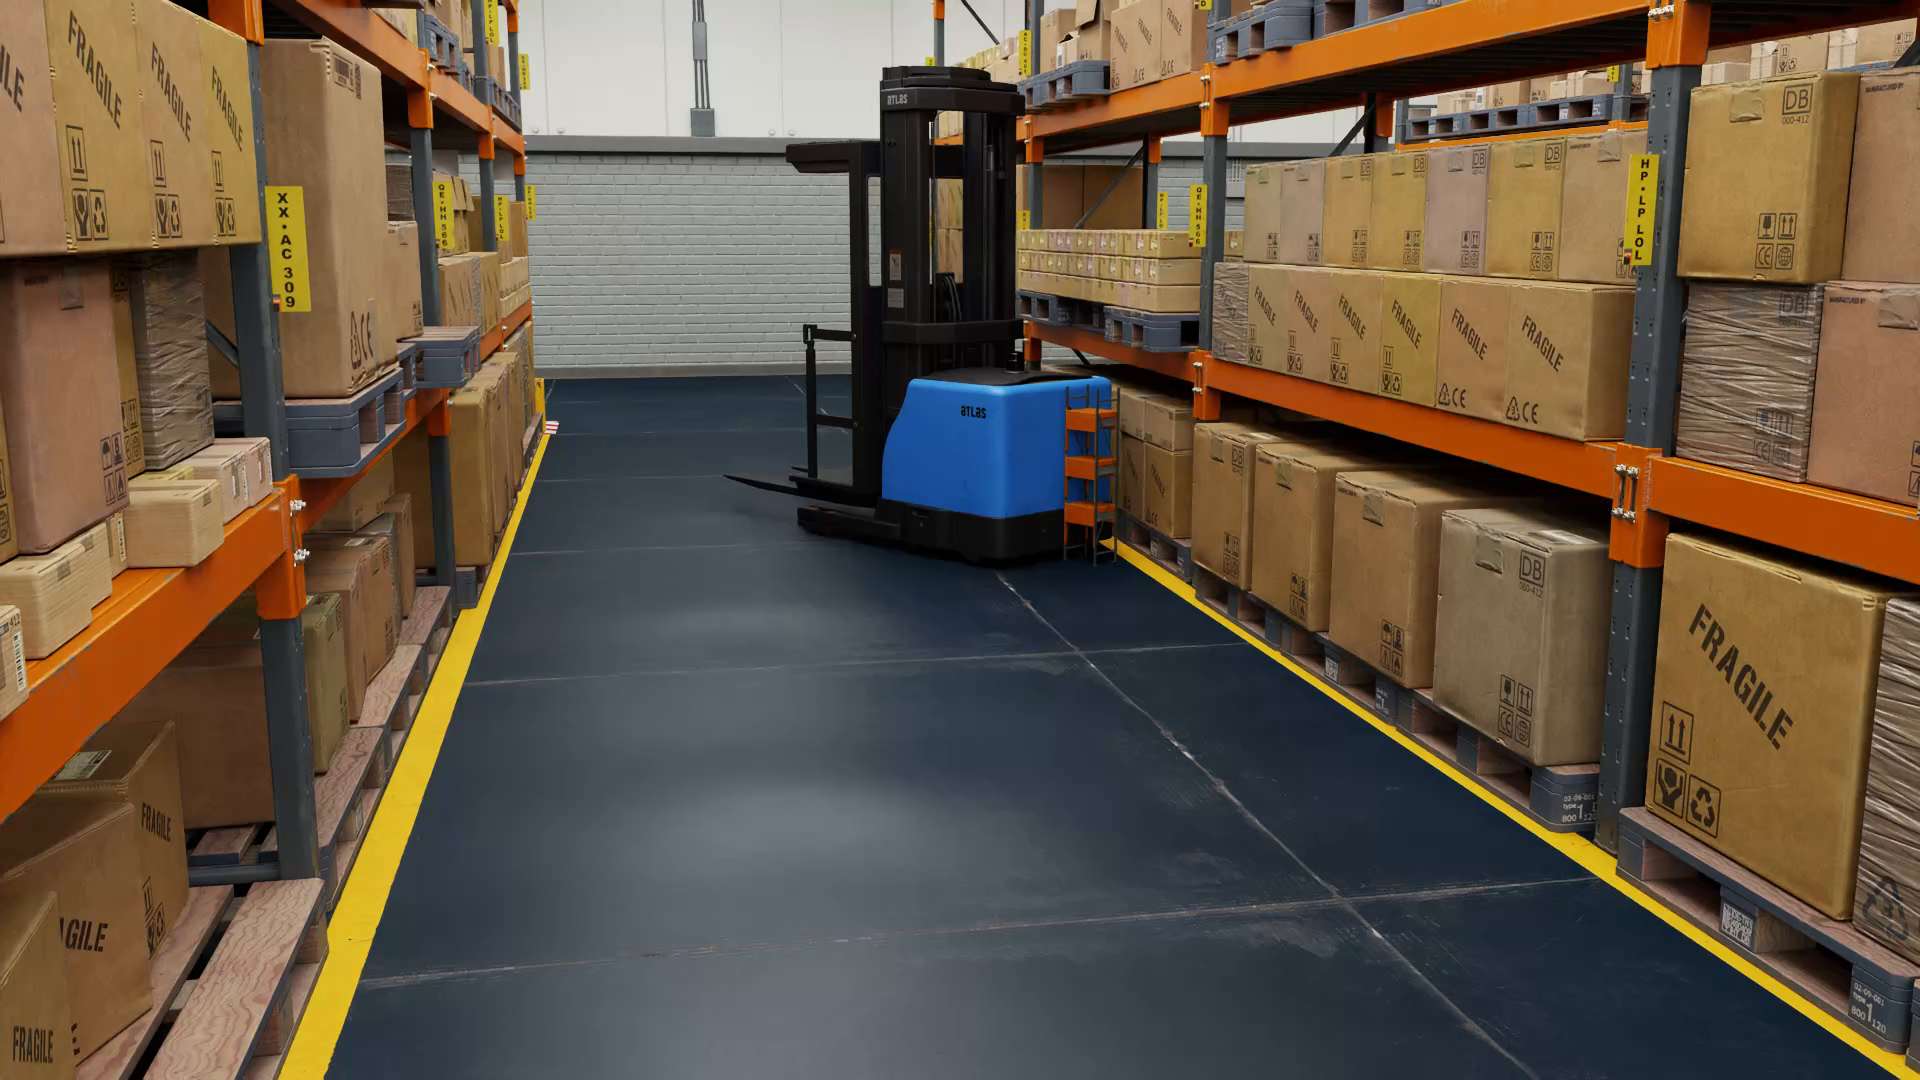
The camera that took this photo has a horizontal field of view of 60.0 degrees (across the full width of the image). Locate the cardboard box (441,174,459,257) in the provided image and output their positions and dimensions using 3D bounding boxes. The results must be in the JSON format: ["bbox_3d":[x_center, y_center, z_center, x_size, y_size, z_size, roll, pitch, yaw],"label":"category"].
[{"bbox_3d":[-3.473,-1.973,10.089,0.797,0.503,0.637,-2,11,-9],"label":"cardboard box"}]

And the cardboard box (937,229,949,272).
[{"bbox_3d":[0.060,-2.786,16.248,0.500,0.500,0.500,-2,11,-8],"label":"cardboard box"}]

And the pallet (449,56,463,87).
[{"bbox_3d":[-3.483,-2.756,9.636,1.003,0.211,1.213,-2,11,-8],"label":"pallet"}]

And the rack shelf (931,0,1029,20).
[{"bbox_3d":[0.633,-4.908,14.350,1.077,0.370,4.000,-2,11,-11],"label":"rack shelf"}]

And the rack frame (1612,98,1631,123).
[{"bbox_3d":[5.858,-2.148,13.959,1.000,3.000,0.127,-2,11,-11],"label":"rack frame"}]

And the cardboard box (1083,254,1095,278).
[{"bbox_3d":[1.004,-1.755,10.650,0.380,0.149,0.250,-2,11,-10],"label":"cardboard box"}]

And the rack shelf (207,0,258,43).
[{"bbox_3d":[-1.918,-1.074,2.216,1.077,0.370,4.000,-2,11,-11],"label":"rack shelf"}]

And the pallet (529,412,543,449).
[{"bbox_3d":[-4.409,-1.007,15.425,1.003,0.211,1.213,-2,11,-11],"label":"pallet"}]

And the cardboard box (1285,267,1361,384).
[{"bbox_3d":[1.821,-0.987,7.593,0.500,0.500,0.500,-2,11,-11],"label":"cardboard box"}]

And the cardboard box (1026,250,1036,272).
[{"bbox_3d":[0.699,-2.042,12.156,0.380,0.149,0.250,-2,11,-12],"label":"cardboard box"}]

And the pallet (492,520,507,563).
[{"bbox_3d":[-3.399,-0.055,10.419,1.003,0.211,1.213,-2,11,-11],"label":"pallet"}]

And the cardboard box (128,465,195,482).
[{"bbox_3d":[-1.948,-0.074,3.734,0.380,0.149,0.250,-2,11,-11],"label":"cardboard box"}]

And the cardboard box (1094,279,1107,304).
[{"bbox_3d":[1.057,-1.560,10.421,0.380,0.149,0.250,-3,11,-14],"label":"cardboard box"}]

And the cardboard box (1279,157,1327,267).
[{"bbox_3d":[1.977,-1.581,8.037,0.700,0.500,0.500,-2,11,-12],"label":"cardboard box"}]

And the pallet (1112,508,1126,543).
[{"bbox_3d":[1.415,-0.213,11.249,1.003,0.211,1.213,-2,11,-11],"label":"pallet"}]

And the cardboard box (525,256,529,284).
[{"bbox_3d":[-4.287,-2.514,15.490,0.500,0.250,0.500,-2,11,-12],"label":"cardboard box"}]

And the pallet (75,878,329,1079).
[{"bbox_3d":[-2.142,1.171,3.977,1.003,0.211,1.213,-2,11,-11],"label":"pallet"}]

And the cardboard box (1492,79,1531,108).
[{"bbox_3d":[5.324,-4.284,15.504,0.500,0.500,0.500,-2,11,-10],"label":"cardboard box"}]

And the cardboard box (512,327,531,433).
[{"bbox_3d":[-4.261,-1.402,14.601,0.875,0.875,0.875,-2,11,-11],"label":"cardboard box"}]

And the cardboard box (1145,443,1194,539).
[{"bbox_3d":[1.415,-0.305,9.840,0.500,0.500,0.500,-2,11,-11],"label":"cardboard box"}]

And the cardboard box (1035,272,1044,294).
[{"bbox_3d":[0.752,-1.847,11.925,0.380,0.149,0.250,-2,11,-11],"label":"cardboard box"}]

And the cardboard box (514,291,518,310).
[{"bbox_3d":[-3.847,-1.968,13.687,0.380,0.149,0.250,-2,11,-10],"label":"cardboard box"}]

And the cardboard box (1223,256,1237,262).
[{"bbox_3d":[1.793,-1.639,10.040,0.380,0.149,0.250,-2,11,-13],"label":"cardboard box"}]

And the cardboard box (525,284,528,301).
[{"bbox_3d":[-4.149,-2.250,15.170,0.380,0.149,0.250,-2,11,-11],"label":"cardboard box"}]

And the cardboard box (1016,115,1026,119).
[{"bbox_3d":[0.661,-3.429,13.071,0.500,0.250,0.500,-2,11,-10],"label":"cardboard box"}]

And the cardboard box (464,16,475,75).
[{"bbox_3d":[-4.175,-3.806,12.989,0.700,0.500,0.500,-2,11,-8],"label":"cardboard box"}]

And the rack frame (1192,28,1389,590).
[{"bbox_3d":[1.800,-1.216,9.062,1.000,3.000,0.127,-2,11,-11],"label":"rack frame"}]

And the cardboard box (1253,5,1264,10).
[{"bbox_3d":[1.708,-2.754,8.404,0.380,0.149,0.250,-3,11,-13],"label":"cardboard box"}]

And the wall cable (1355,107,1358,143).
[{"bbox_3d":[4.435,-6.889,22.821,2.355,3.000,0.029,-2,11,-11],"label":"wall cable"}]

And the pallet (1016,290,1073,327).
[{"bbox_3d":[1.028,-1.710,12.170,1.003,0.211,1.213,-2,11,-11],"label":"pallet"}]

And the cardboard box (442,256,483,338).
[{"bbox_3d":[-3.214,-1.482,10.194,0.500,0.500,0.500,-2,11,-11],"label":"cardboard box"}]

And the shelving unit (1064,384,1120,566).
[{"bbox_3d":[0.785,-0.389,9.935,0.215,1.050,0.252,-10,15,-42],"label":"shelving unit"}]

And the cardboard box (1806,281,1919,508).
[{"bbox_3d":[2.790,-0.389,4.314,0.875,0.550,0.550,-2,11,-11],"label":"cardboard box"}]

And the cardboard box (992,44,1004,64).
[{"bbox_3d":[0.482,-4.029,13.818,0.380,0.149,0.250,-3,11,-13],"label":"cardboard box"}]

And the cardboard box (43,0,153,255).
[{"bbox_3d":[-1.755,-0.751,2.882,0.500,0.500,0.500,-2,11,-11],"label":"cardboard box"}]

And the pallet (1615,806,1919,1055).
[{"bbox_3d":[2.649,1.030,4.720,1.003,0.211,1.213,-2,11,-11],"label":"pallet"}]

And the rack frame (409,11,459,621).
[{"bbox_3d":[-3.085,-1.054,8.211,1.000,3.000,0.127,-2,11,-11],"label":"rack frame"}]

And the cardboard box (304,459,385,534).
[{"bbox_3d":[-2.812,-0.192,7.185,0.500,0.250,0.500,-1,11,-5],"label":"cardboard box"}]

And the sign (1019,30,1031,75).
[{"bbox_3d":[0.491,-3.656,12.476,0.100,0.325,0.005,-2,11,-11],"label":"sign"}]

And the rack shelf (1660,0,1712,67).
[{"bbox_3d":[2.967,-1.235,3.067,1.077,0.370,4.000,-2,11,-11],"label":"rack shelf"}]

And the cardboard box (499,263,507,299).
[{"bbox_3d":[-3.698,-1.956,12.555,0.500,0.250,0.500,-2,11,-12],"label":"cardboard box"}]

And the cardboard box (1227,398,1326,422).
[{"bbox_3d":[1.903,-0.698,9.897,0.500,0.250,0.500,-3,11,-14],"label":"cardboard box"}]

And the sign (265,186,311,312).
[{"bbox_3d":[-1.777,-0.767,4.387,0.100,0.325,0.005,-2,11,-11],"label":"sign"}]

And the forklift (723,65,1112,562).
[{"bbox_3d":[-0.426,-1.525,10.868,1.130,2.935,3.031,-10,15,-42],"label":"forklift"}]

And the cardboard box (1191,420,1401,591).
[{"bbox_3d":[1.830,-0.202,8.629,1.050,0.750,0.750,-2,11,-12],"label":"cardboard box"}]

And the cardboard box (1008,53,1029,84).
[{"bbox_3d":[0.682,-3.670,12.999,0.500,0.250,0.500,-3,11,-14],"label":"cardboard box"}]

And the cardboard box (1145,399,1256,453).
[{"bbox_3d":[1.409,-0.678,9.795,0.500,0.250,0.500,-2,11,-12],"label":"cardboard box"}]

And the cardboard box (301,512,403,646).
[{"bbox_3d":[-2.815,0.181,7.230,0.700,0.500,0.500,-3,11,-16],"label":"cardboard box"}]

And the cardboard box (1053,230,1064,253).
[{"bbox_3d":[0.851,-2.045,11.375,0.380,0.149,0.250,-2,11,-11],"label":"cardboard box"}]

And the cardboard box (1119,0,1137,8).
[{"bbox_3d":[1.196,-3.414,10.276,0.396,0.266,0.258,-2,11,-11],"label":"cardboard box"}]

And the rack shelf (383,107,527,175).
[{"bbox_3d":[-4.252,-3.275,13.780,1.077,0.370,4.000,-2,11,-11],"label":"rack shelf"}]

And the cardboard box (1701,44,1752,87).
[{"bbox_3d":[5.744,-3.705,12.725,0.500,0.500,0.500,-2,11,-12],"label":"cardboard box"}]

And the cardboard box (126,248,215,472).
[{"bbox_3d":[-2.280,-0.431,3.874,0.875,0.500,0.500,-2,11,-11],"label":"cardboard box"}]

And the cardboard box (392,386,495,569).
[{"bbox_3d":[-3.199,-0.344,9.040,1.225,0.875,0.875,-3,11,-14],"label":"cardboard box"}]

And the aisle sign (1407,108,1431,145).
[{"bbox_3d":[4.781,-4.161,17.584,0.394,0.787,0.004,-2,11,-11],"label":"aisle sign"}]

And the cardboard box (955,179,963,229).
[{"bbox_3d":[0.254,-3.089,15.166,0.500,0.500,0.500,-2,11,-12],"label":"cardboard box"}]

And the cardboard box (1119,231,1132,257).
[{"bbox_3d":[1.157,-1.758,9.870,0.380,0.149,0.250,-2,11,-9],"label":"cardboard box"}]
